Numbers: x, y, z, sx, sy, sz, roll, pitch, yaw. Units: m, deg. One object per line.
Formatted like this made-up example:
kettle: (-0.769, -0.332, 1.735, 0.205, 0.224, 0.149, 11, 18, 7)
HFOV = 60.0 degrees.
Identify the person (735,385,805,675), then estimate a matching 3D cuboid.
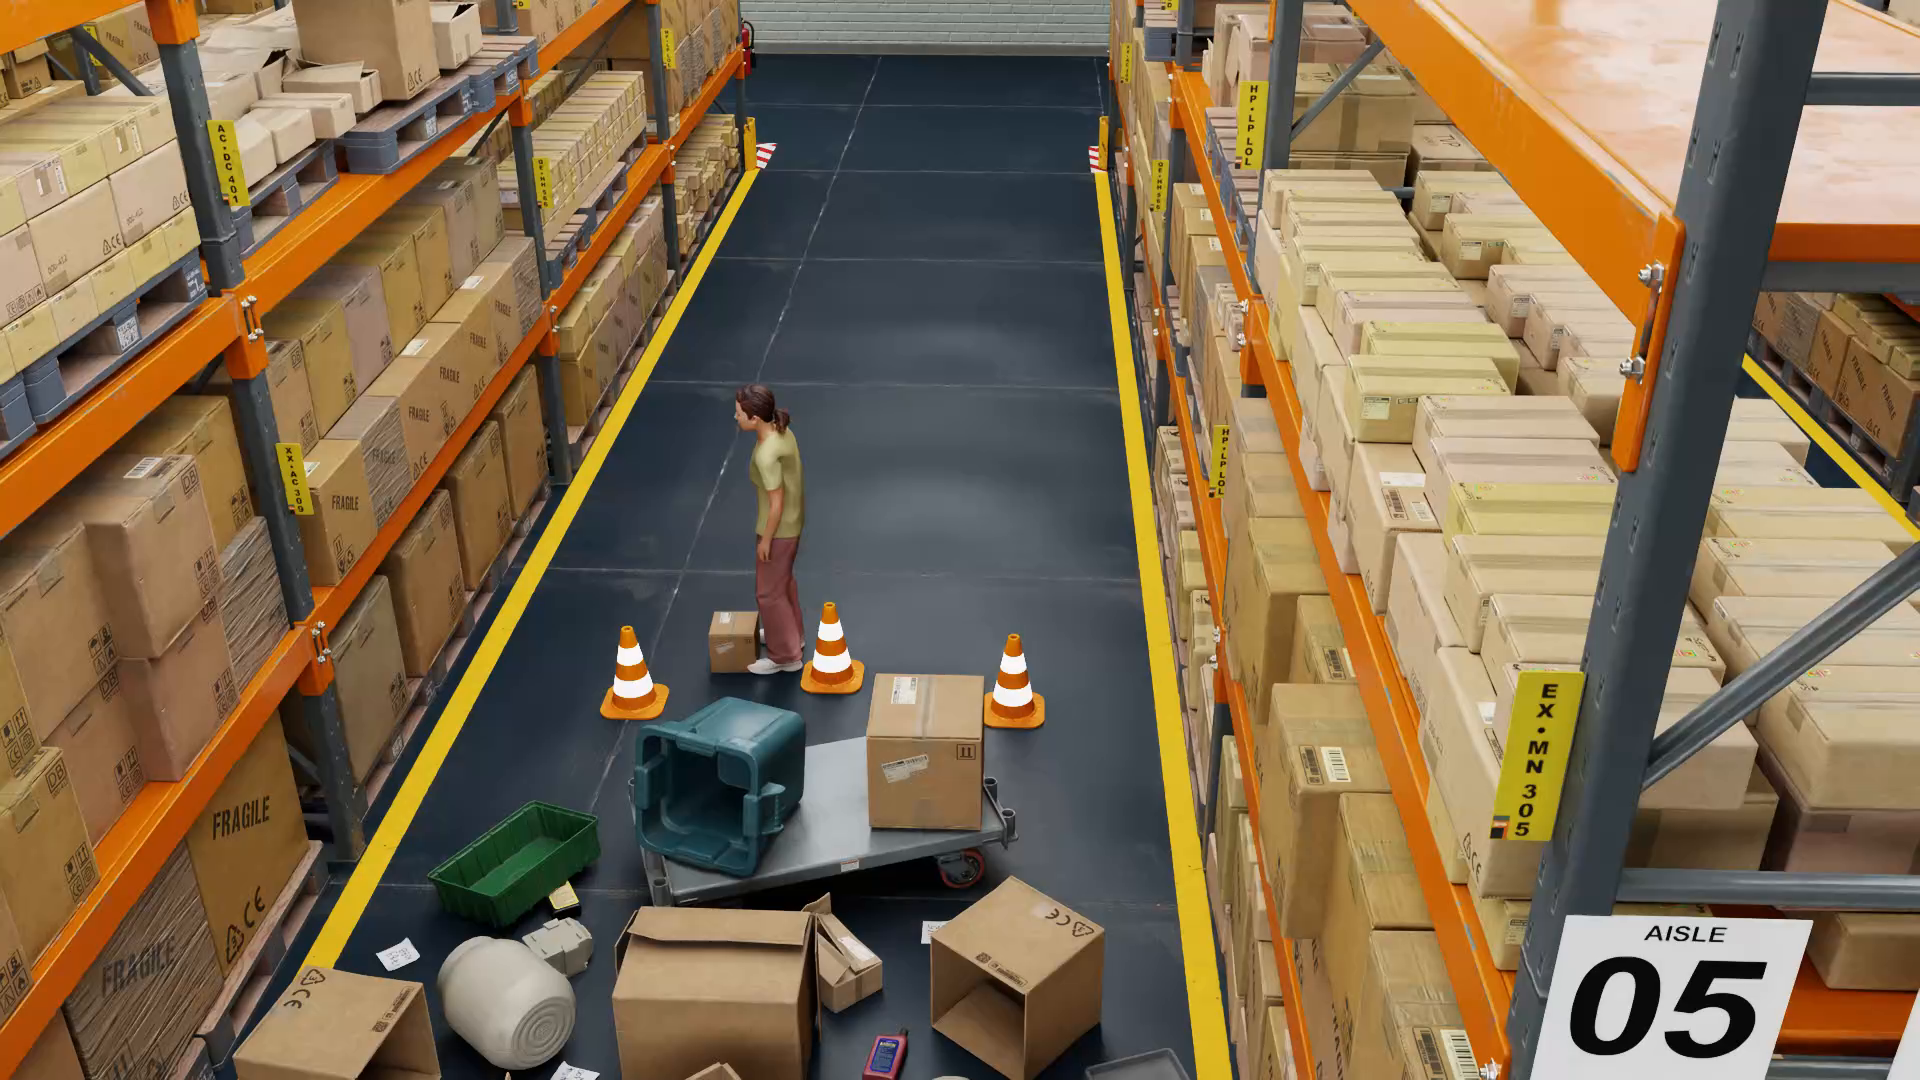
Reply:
person: (-1.011, -0.065, 8.969, 0.360, 1.673, 0.499, 1, 28, 2)
